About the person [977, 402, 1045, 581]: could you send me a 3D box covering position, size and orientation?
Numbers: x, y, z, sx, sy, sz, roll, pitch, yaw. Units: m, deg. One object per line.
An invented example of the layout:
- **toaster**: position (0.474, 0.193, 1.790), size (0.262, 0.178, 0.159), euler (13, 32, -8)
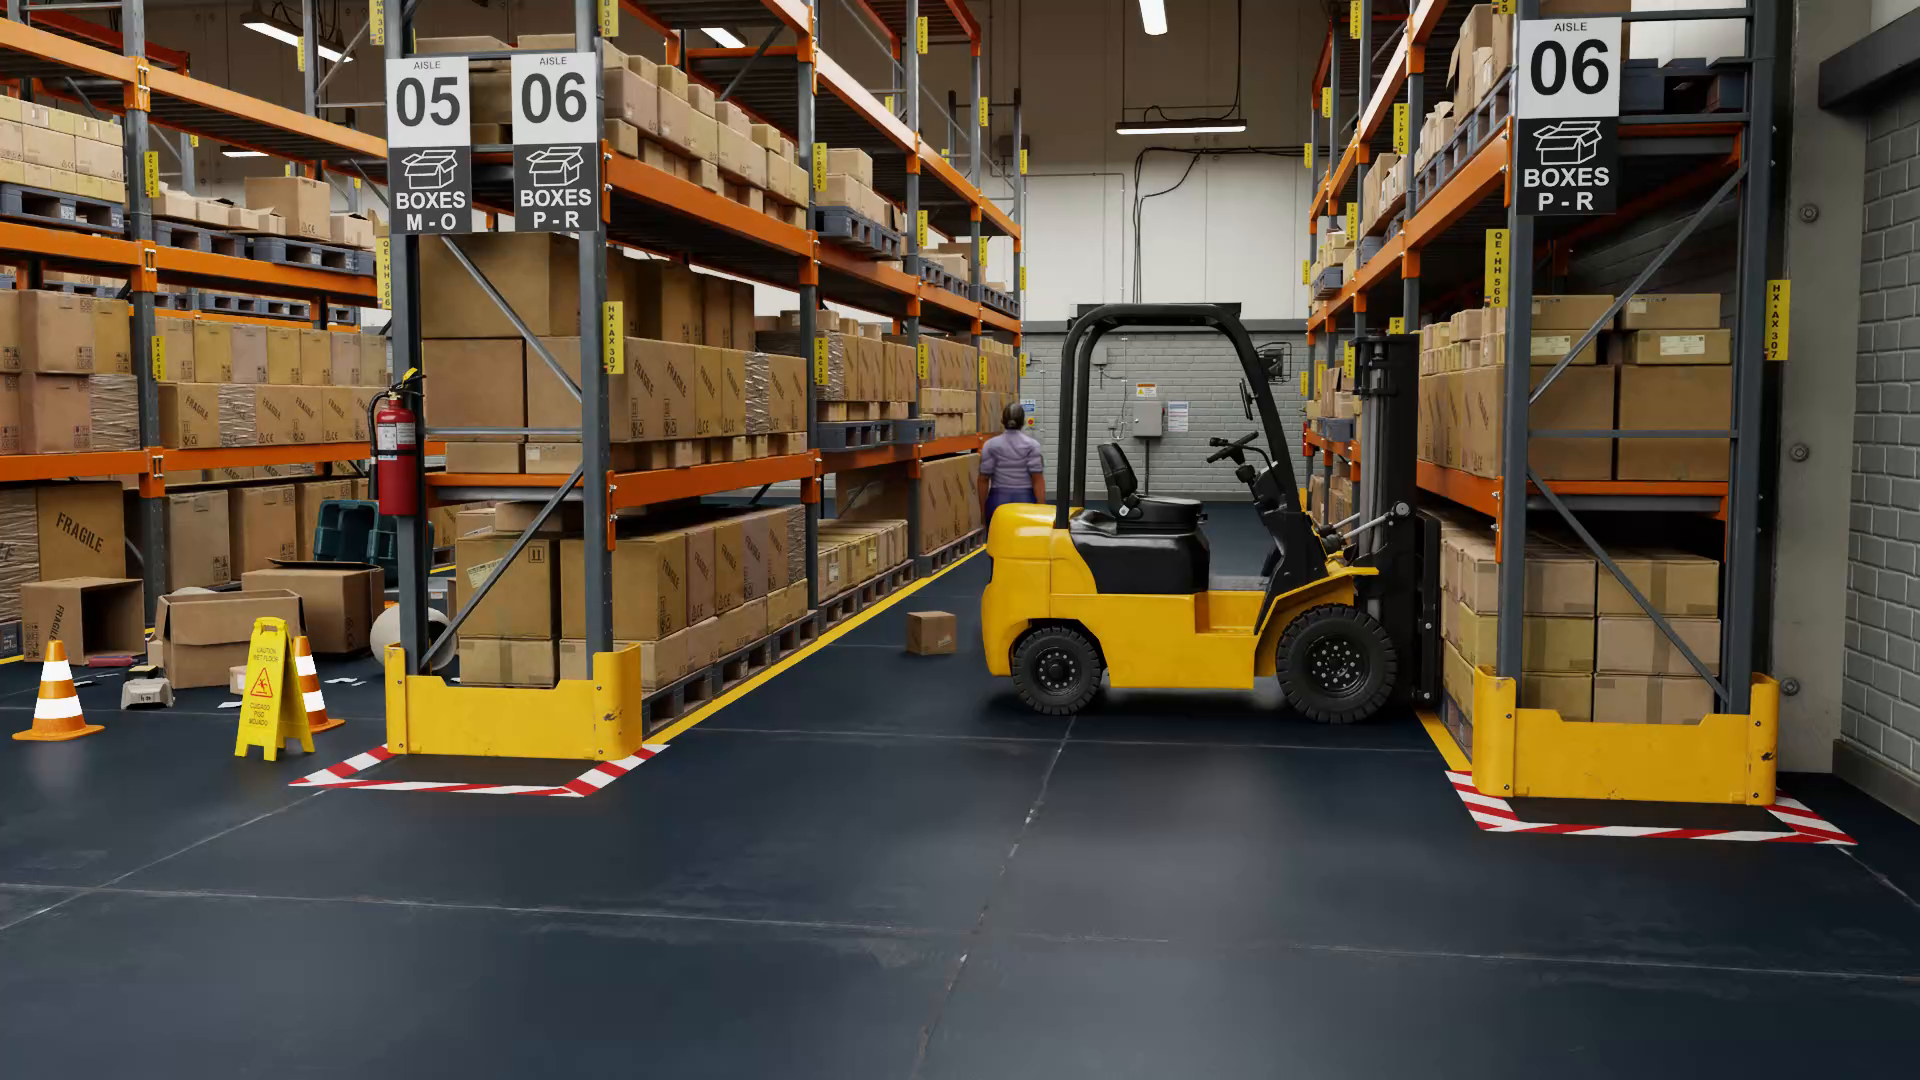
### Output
- **person**: position (0.377, -0.155, 12.220), size (0.501, 1.707, 0.701), euler (0, 5, 4)
